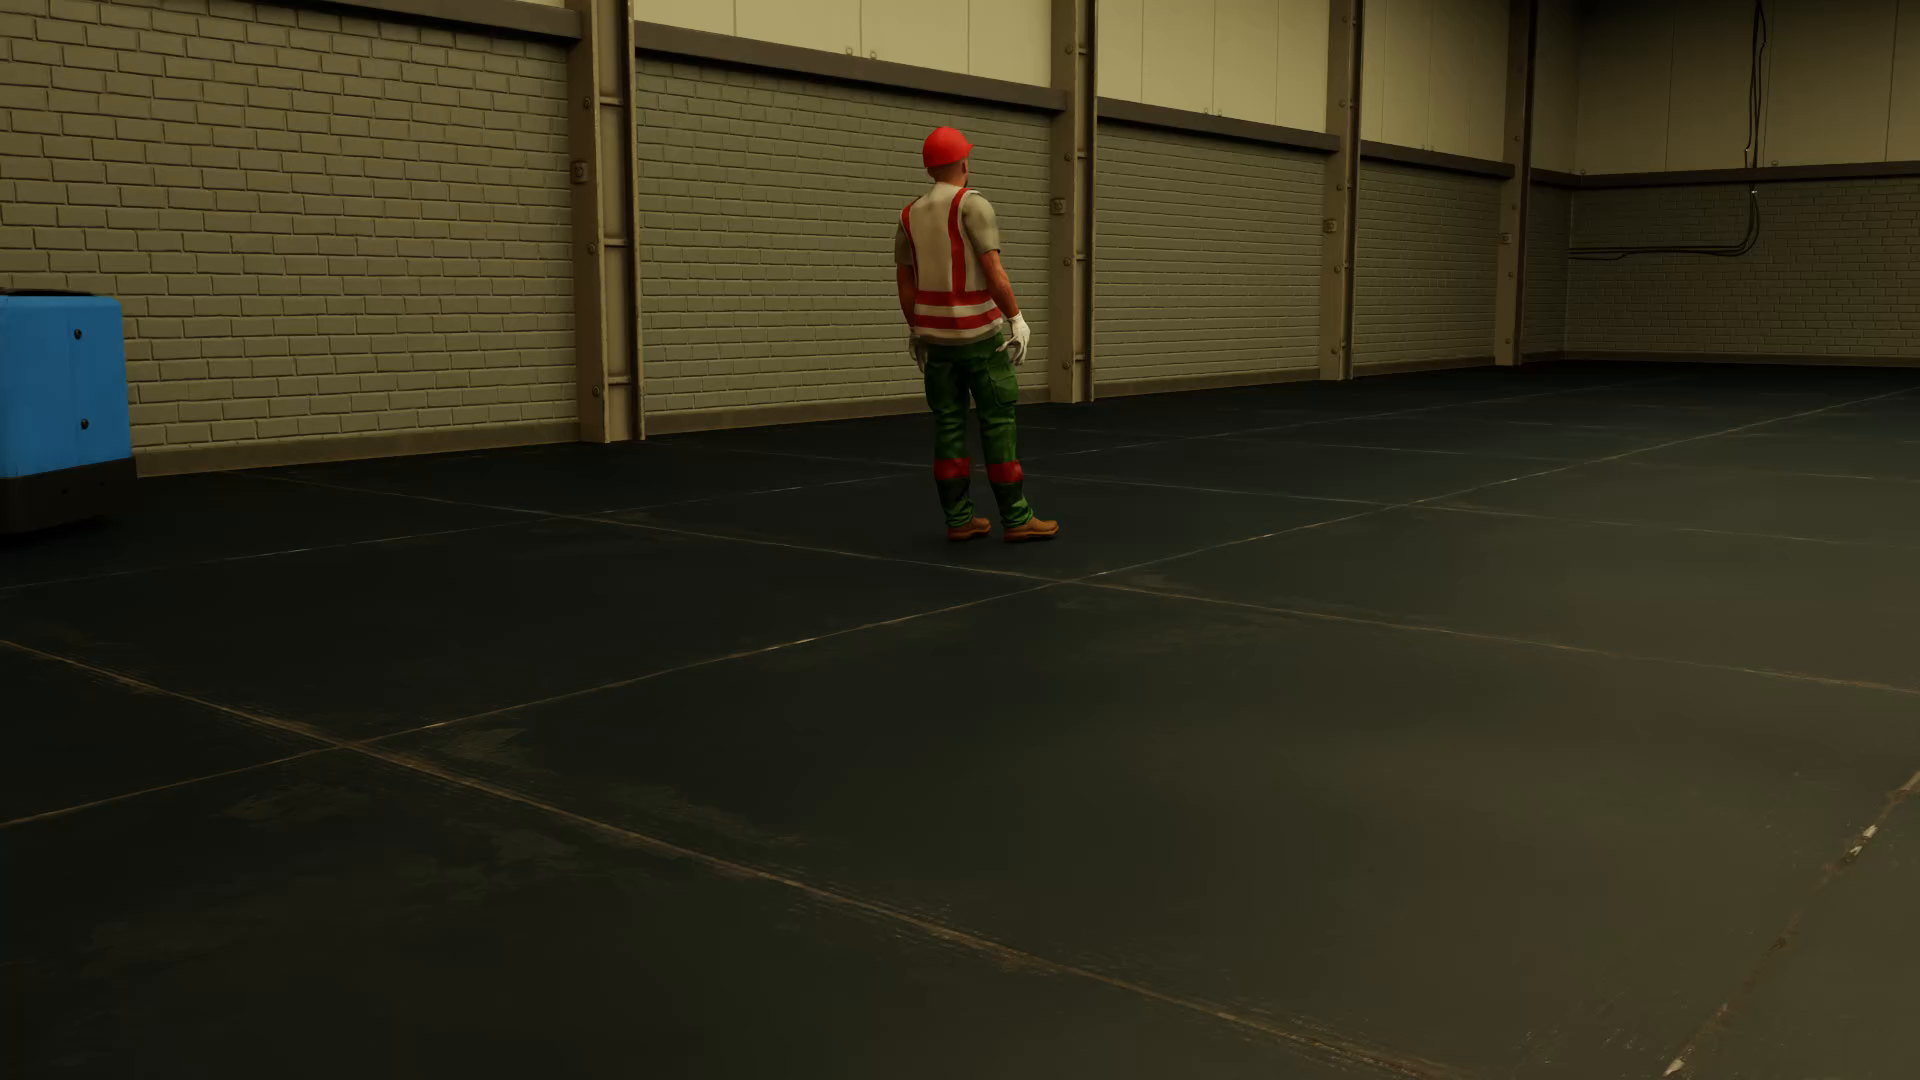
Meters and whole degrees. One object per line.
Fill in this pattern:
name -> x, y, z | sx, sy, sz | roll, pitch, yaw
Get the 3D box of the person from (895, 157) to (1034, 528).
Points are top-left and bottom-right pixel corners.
person -> 0.016, -0.894, 7.275 | 0.637, 1.690, 0.421 | 7, 11, 38
